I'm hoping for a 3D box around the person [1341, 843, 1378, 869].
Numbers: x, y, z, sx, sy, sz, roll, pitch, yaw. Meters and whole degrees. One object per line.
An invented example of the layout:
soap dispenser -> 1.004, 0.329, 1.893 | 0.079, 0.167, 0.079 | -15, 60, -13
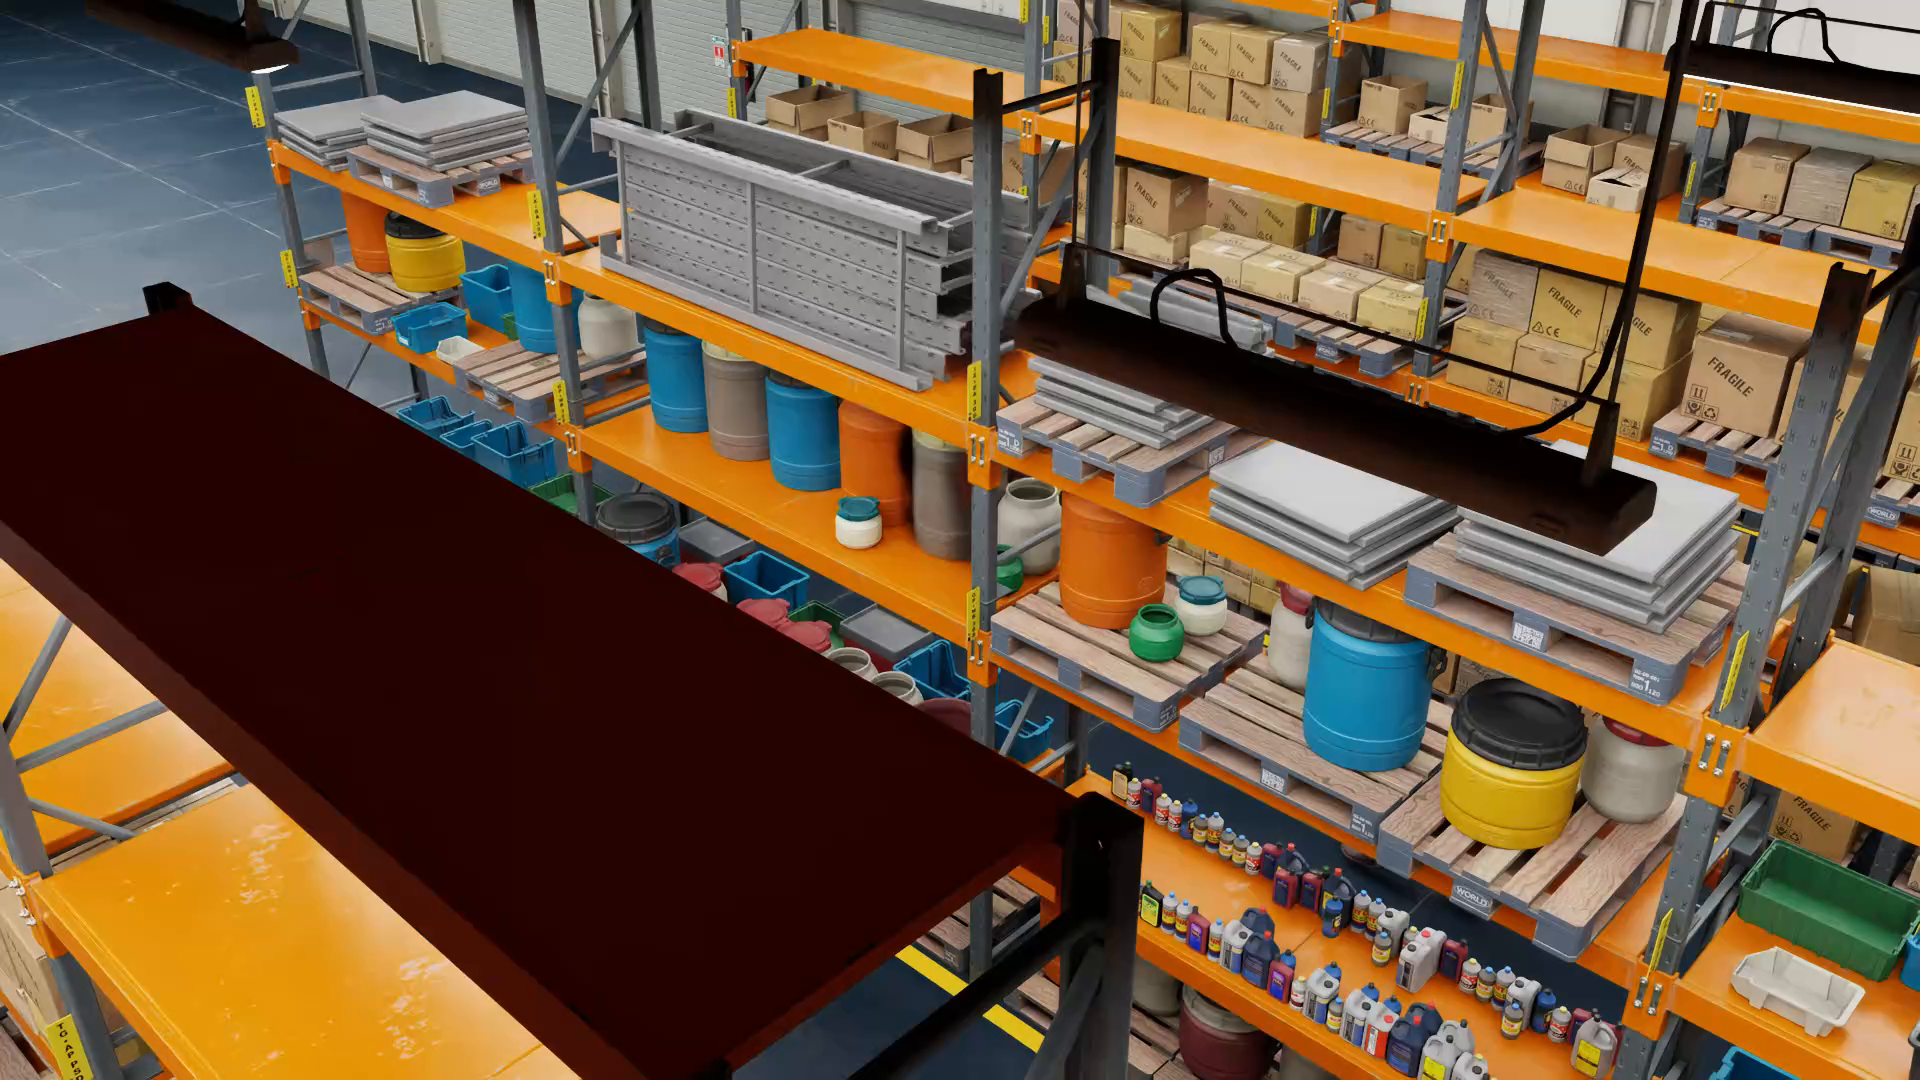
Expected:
person -> 3.210, 1.824, 11.525 | 0.413, 1.383, 1.023 | -20, 35, -31
